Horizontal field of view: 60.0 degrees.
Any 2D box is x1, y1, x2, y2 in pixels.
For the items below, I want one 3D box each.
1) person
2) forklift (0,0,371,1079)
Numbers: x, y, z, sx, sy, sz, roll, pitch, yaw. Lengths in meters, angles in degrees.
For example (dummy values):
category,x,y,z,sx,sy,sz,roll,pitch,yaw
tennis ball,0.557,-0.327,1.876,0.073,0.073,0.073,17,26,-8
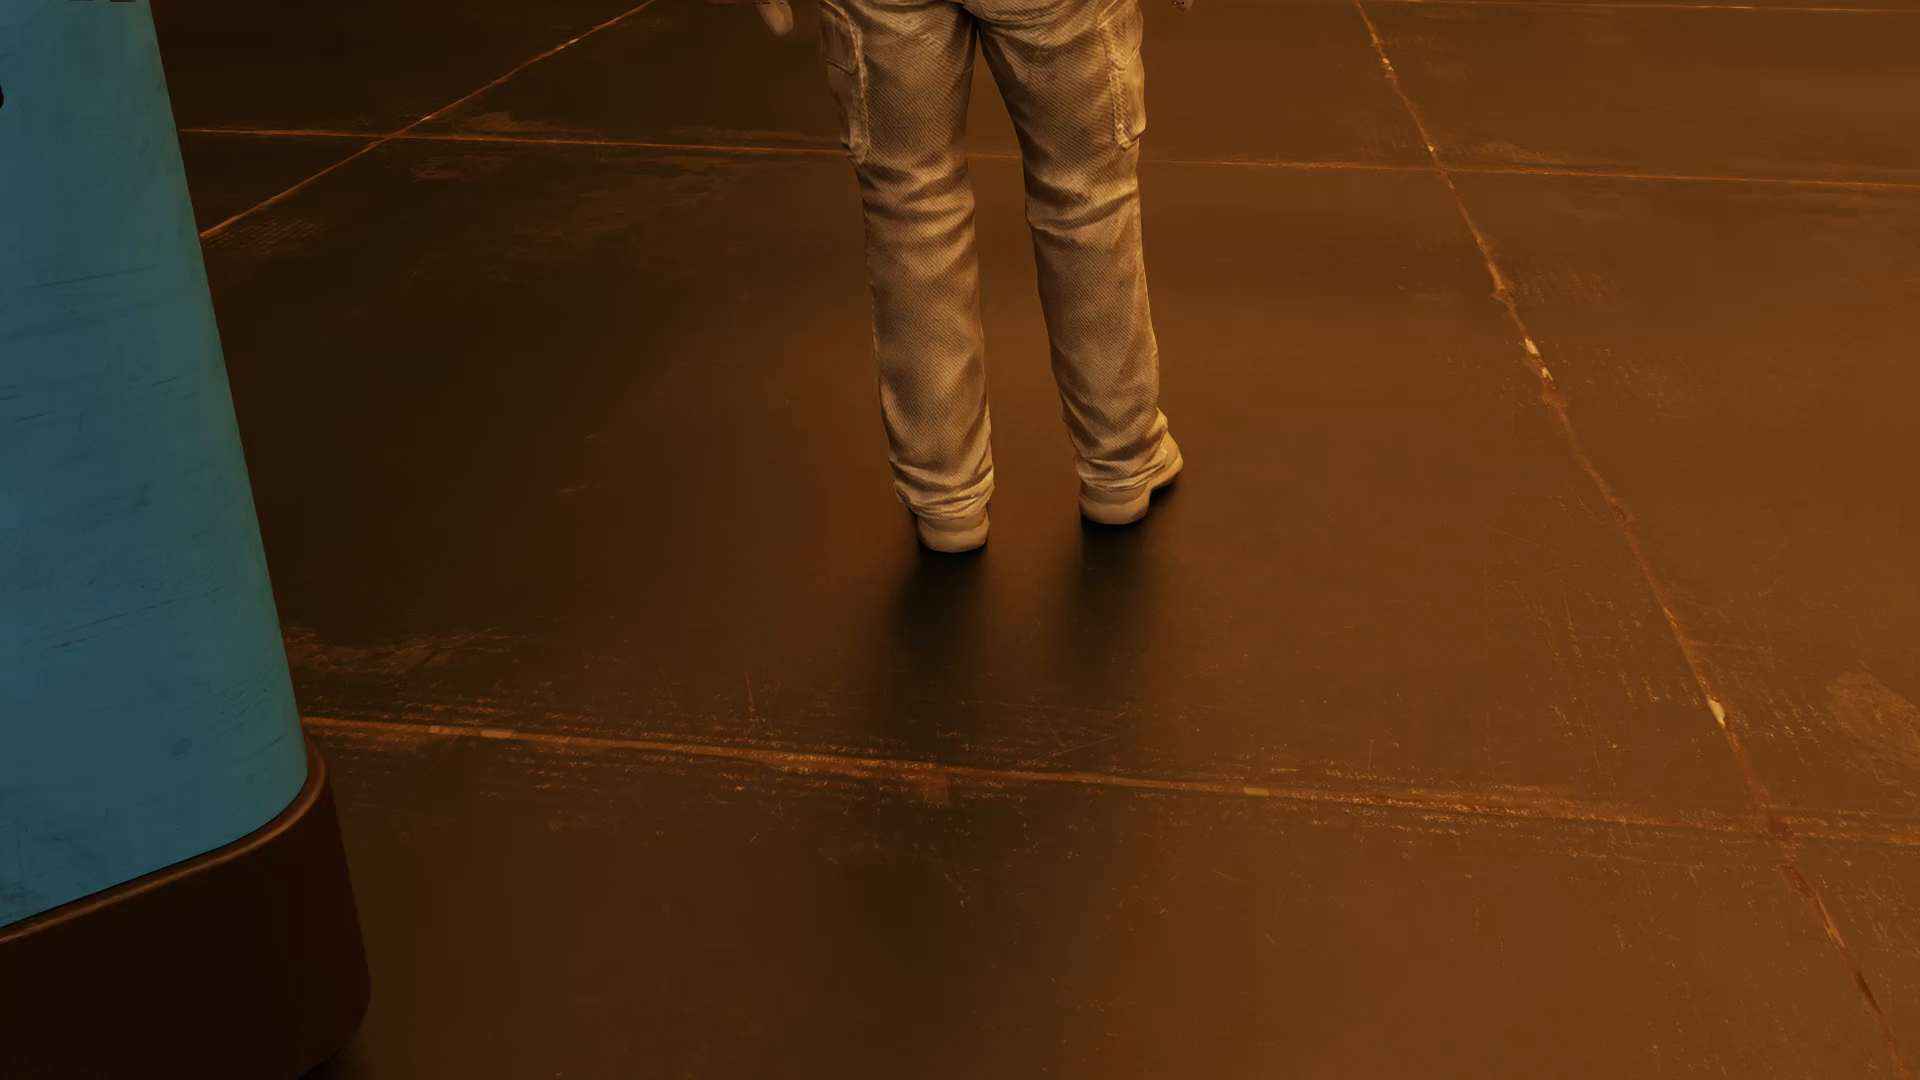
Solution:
category,x,y,z,sx,sy,sz,roll,pitch,yaw
person,0.017,-0.836,2.163,0.656,1.784,0.574,3,27,7
forklift,-2.003,-0.580,0.380,3.031,2.935,1.130,-19,32,-34
